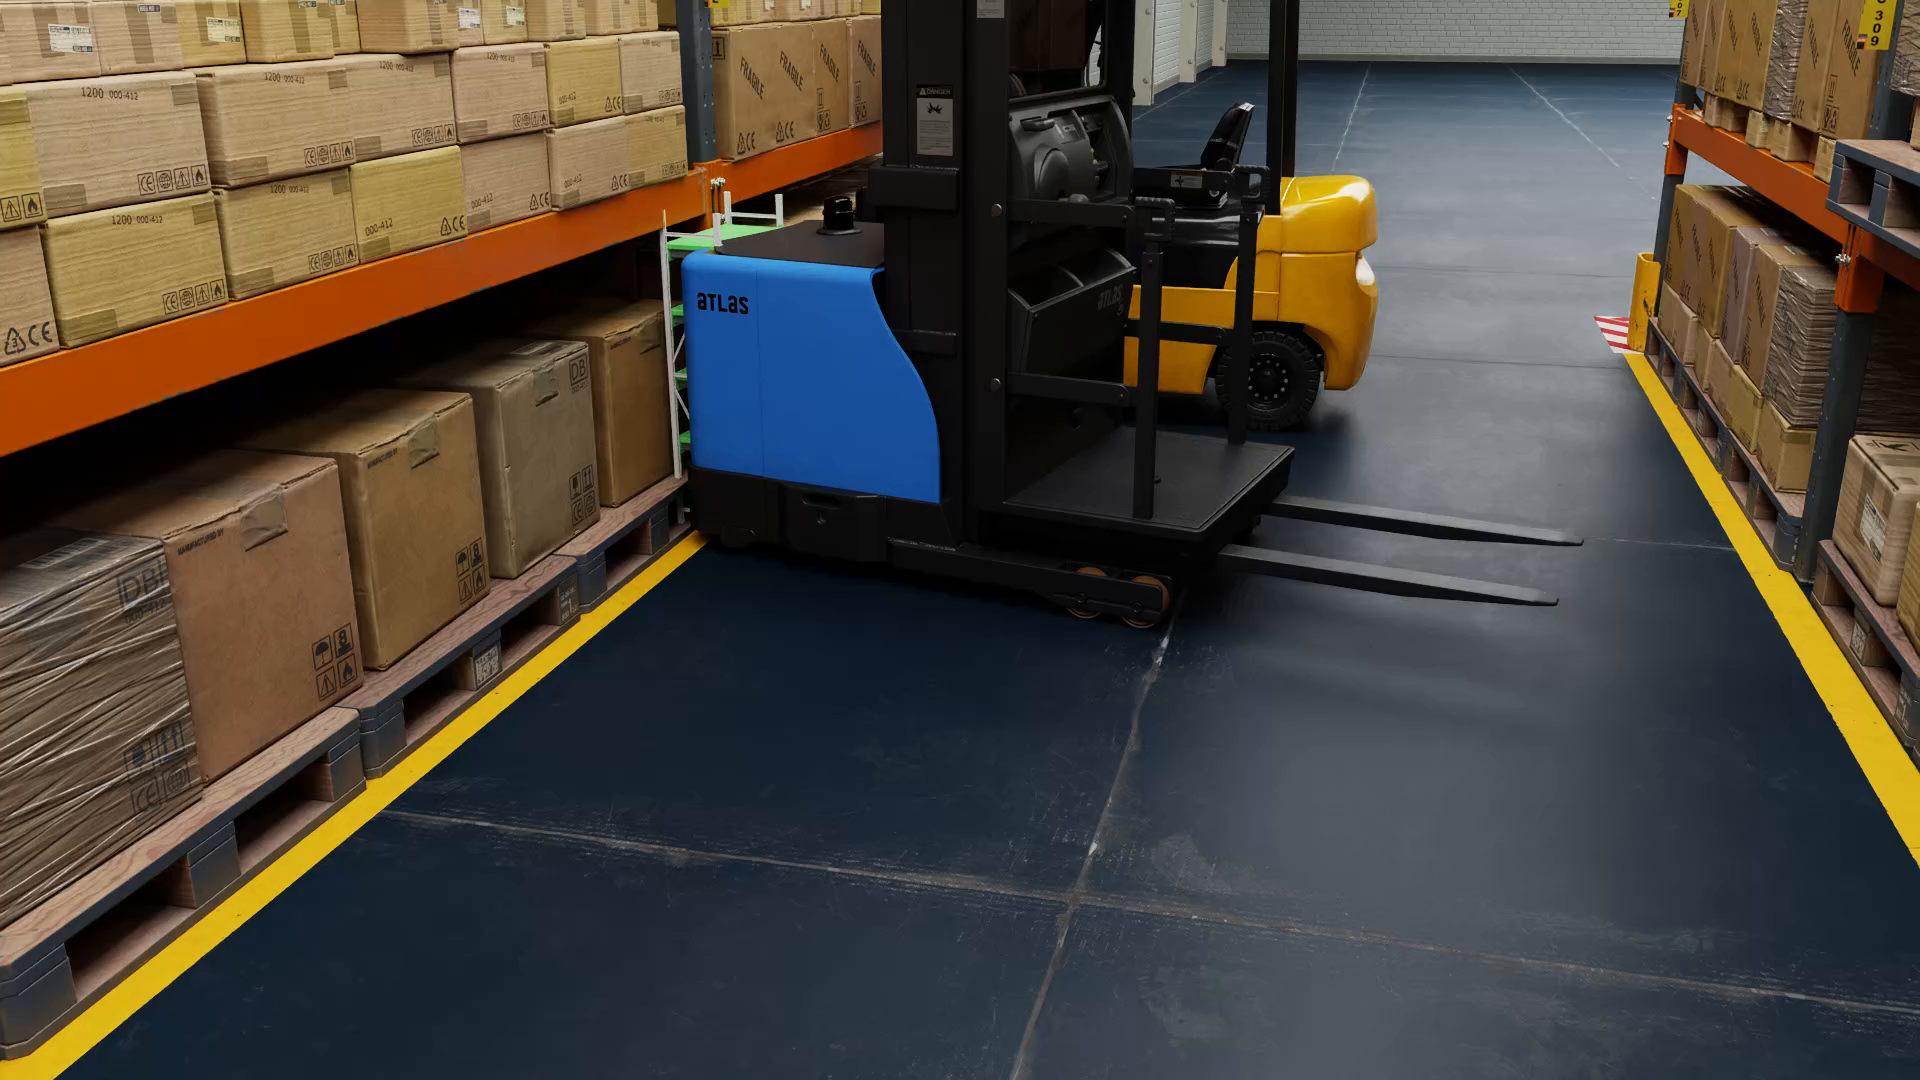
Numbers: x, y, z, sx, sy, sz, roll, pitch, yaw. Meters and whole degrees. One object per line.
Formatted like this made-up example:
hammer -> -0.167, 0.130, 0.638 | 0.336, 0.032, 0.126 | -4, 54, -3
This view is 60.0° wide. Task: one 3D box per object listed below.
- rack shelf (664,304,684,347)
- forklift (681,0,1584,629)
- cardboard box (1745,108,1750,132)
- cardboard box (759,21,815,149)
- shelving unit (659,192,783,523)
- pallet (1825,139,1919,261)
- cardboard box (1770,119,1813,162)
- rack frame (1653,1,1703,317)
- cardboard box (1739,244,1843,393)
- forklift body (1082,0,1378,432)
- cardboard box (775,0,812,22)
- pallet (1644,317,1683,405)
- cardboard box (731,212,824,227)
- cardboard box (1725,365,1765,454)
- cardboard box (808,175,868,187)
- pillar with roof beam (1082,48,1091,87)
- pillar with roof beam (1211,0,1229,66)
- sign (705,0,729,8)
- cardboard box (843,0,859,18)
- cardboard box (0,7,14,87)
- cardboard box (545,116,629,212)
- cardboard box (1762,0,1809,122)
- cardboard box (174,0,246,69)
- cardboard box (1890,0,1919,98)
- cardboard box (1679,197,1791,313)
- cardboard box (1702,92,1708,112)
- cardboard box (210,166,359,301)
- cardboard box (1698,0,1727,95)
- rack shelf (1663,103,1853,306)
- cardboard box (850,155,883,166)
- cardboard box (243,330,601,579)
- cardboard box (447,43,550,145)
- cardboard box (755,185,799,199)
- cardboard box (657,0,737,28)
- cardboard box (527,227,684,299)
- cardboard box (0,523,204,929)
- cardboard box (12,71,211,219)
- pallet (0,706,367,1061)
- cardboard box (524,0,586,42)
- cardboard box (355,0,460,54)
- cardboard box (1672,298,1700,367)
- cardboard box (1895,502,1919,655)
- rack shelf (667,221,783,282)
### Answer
rack shelf -> -0.868, -0.834, 6.212 | 0.258, 0.148, 0.480 | 7, 21, 19
forklift -> 0.561, -1.298, 5.452 | 3.031, 2.935, 1.130 | 9, 21, 25
cardboard box -> 3.751, -1.883, 7.448 | 0.380, 0.149, 0.250 | 5, 20, 15
cardboard box -> -0.949, -1.964, 7.141 | 0.500, 0.500, 0.500 | 5, 19, 14
shelving unit -> -0.867, -0.668, 6.272 | 0.258, 1.200, 0.503 | 7, 21, 19
pallet -> 3.064, -0.924, 4.548 | 1.003, 0.211, 1.213 | 5, 19, 13
cardboard box -> 3.420, -1.567, 6.524 | 0.380, 0.149, 0.250 | 4, 19, 13
rack frame -> 4.370, -2.496, 8.855 | 1.000, 3.000, 0.127 | 5, 19, 13
cardboard box -> 3.399, -0.861, 6.512 | 0.500, 0.500, 0.500 | 5, 19, 14
forklift body -> 0.861, -1.747, 7.975 | 2.313, 2.155, 1.214 | 5, 19, 13
cardboard box -> -0.858, -2.303, 7.132 | 0.380, 0.149, 0.250 | 5, 20, 15
pallet -> 4.118, -0.901, 8.499 | 1.003, 0.211, 1.213 | 5, 19, 13
cardboard box -> -0.865, -1.290, 7.382 | 0.500, 0.250, 0.500 | 5, 19, 13
cardboard box -> 3.396, -0.514, 6.657 | 0.500, 0.250, 0.500 | 4, 19, 12
cardboard box -> -0.487, -1.769, 8.784 | 0.500, 0.250, 0.500 | 5, 19, 14
pillar with roof beam -> 5.618, -9.000, 18.615 | 9.100, 9.000, 0.400 | 5, 19, 13
pillar with roof beam -> 10.016, -14.642, 35.133 | 9.100, 9.000, 0.400 | 5, 19, 13
sign -> -0.893, -2.104, 6.038 | 0.100, 0.325, 0.005 | 5, 19, 13
cardboard box -> -0.692, -2.550, 7.854 | 0.380, 0.149, 0.250 | 4, 19, 12
cardboard box -> -1.972, -0.894, 3.007 | 0.380, 0.149, 0.250 | 5, 20, 15
cardboard box -> -1.409, -1.226, 5.367 | 0.500, 0.250, 0.500 | 5, 19, 13
cardboard box -> 3.501, -1.914, 6.537 | 0.500, 0.500, 0.500 | 5, 20, 15
cardboard box -> -1.850, -1.141, 3.729 | 0.380, 0.149, 0.250 | 5, 19, 14
cardboard box -> 3.000, -1.505, 4.688 | 0.500, 0.500, 0.500 | 5, 20, 15
cardboard box -> 3.776, -1.346, 7.931 | 0.500, 0.500, 0.500 | 4, 19, 11
cardboard box -> 4.086, -2.287, 8.632 | 0.380, 0.149, 0.250 | 5, 19, 14
cardboard box -> -1.807, -0.748, 3.968 | 0.500, 0.250, 0.500 | 4, 19, 12
cardboard box -> 3.861, -2.395, 7.944 | 0.500, 0.500, 0.500 | 5, 20, 15
rack shelf -> 3.881, -1.529, 7.136 | 1.077, 0.370, 4.000 | 5, 19, 13
cardboard box -> -0.746, -2.122, 9.817 | 0.500, 0.250, 0.500 | 4, 19, 13
cardboard box -> -1.736, -0.301, 5.453 | 0.875, 0.625, 0.625 | 4, 19, 13
cardboard box -> -1.543, -1.303, 4.821 | 0.500, 0.250, 0.500 | 5, 19, 14
cardboard box -> -1.129, -1.649, 8.433 | 0.500, 0.250, 0.500 | 4, 19, 12
cardboard box -> -1.089, -2.067, 6.439 | 0.380, 0.149, 0.250 | 4, 19, 13
cardboard box -> -1.489, -1.173, 7.040 | 0.500, 0.250, 0.500 | 5, 20, 14
cardboard box -> -2.234, 0.351, 3.543 | 0.875, 0.625, 0.625 | 5, 20, 15
cardboard box -> -1.930, -0.822, 3.411 | 0.500, 0.250, 0.500 | 5, 20, 15
pallet -> -2.160, 0.685, 3.855 | 1.003, 0.211, 1.213 | 5, 19, 13
cardboard box -> -1.382, -1.615, 5.117 | 0.380, 0.149, 0.250 | 4, 19, 12
cardboard box -> -1.563, -1.371, 4.402 | 0.380, 0.149, 0.250 | 4, 19, 12
cardboard box -> 3.772, -1.003, 8.089 | 0.500, 0.250, 0.500 | 5, 20, 15
cardboard box -> 3.094, 0.193, 4.399 | 0.950, 0.372, 0.625 | 6, 20, 17
rack shelf -> -0.869, -1.060, 6.131 | 0.258, 0.148, 0.480 | 7, 21, 19
